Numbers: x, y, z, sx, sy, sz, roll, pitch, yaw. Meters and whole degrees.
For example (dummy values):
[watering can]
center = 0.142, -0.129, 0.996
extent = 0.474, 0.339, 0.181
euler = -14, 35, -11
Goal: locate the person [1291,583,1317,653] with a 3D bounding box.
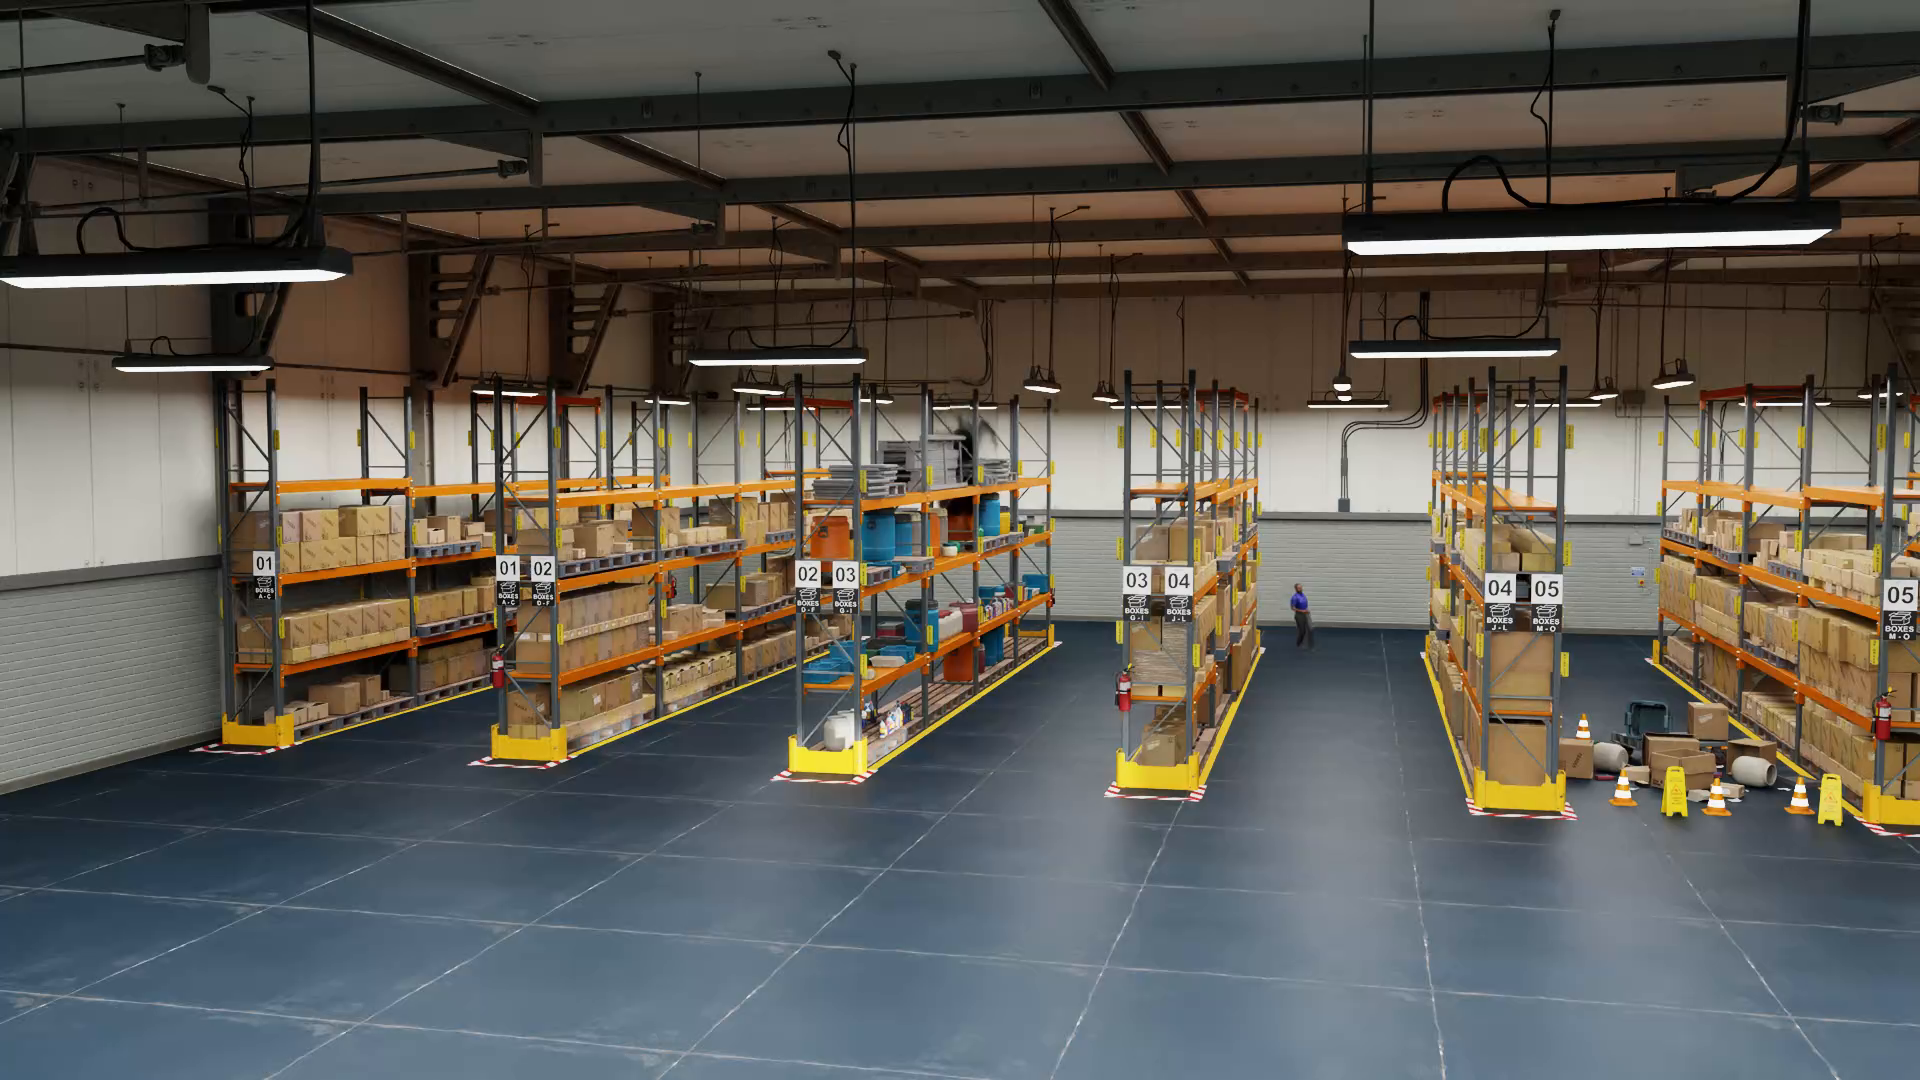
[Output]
[person]
center = 8.064, 1.849, 39.352
extent = 0.607, 1.672, 0.697
euler = -2, 4, -28
